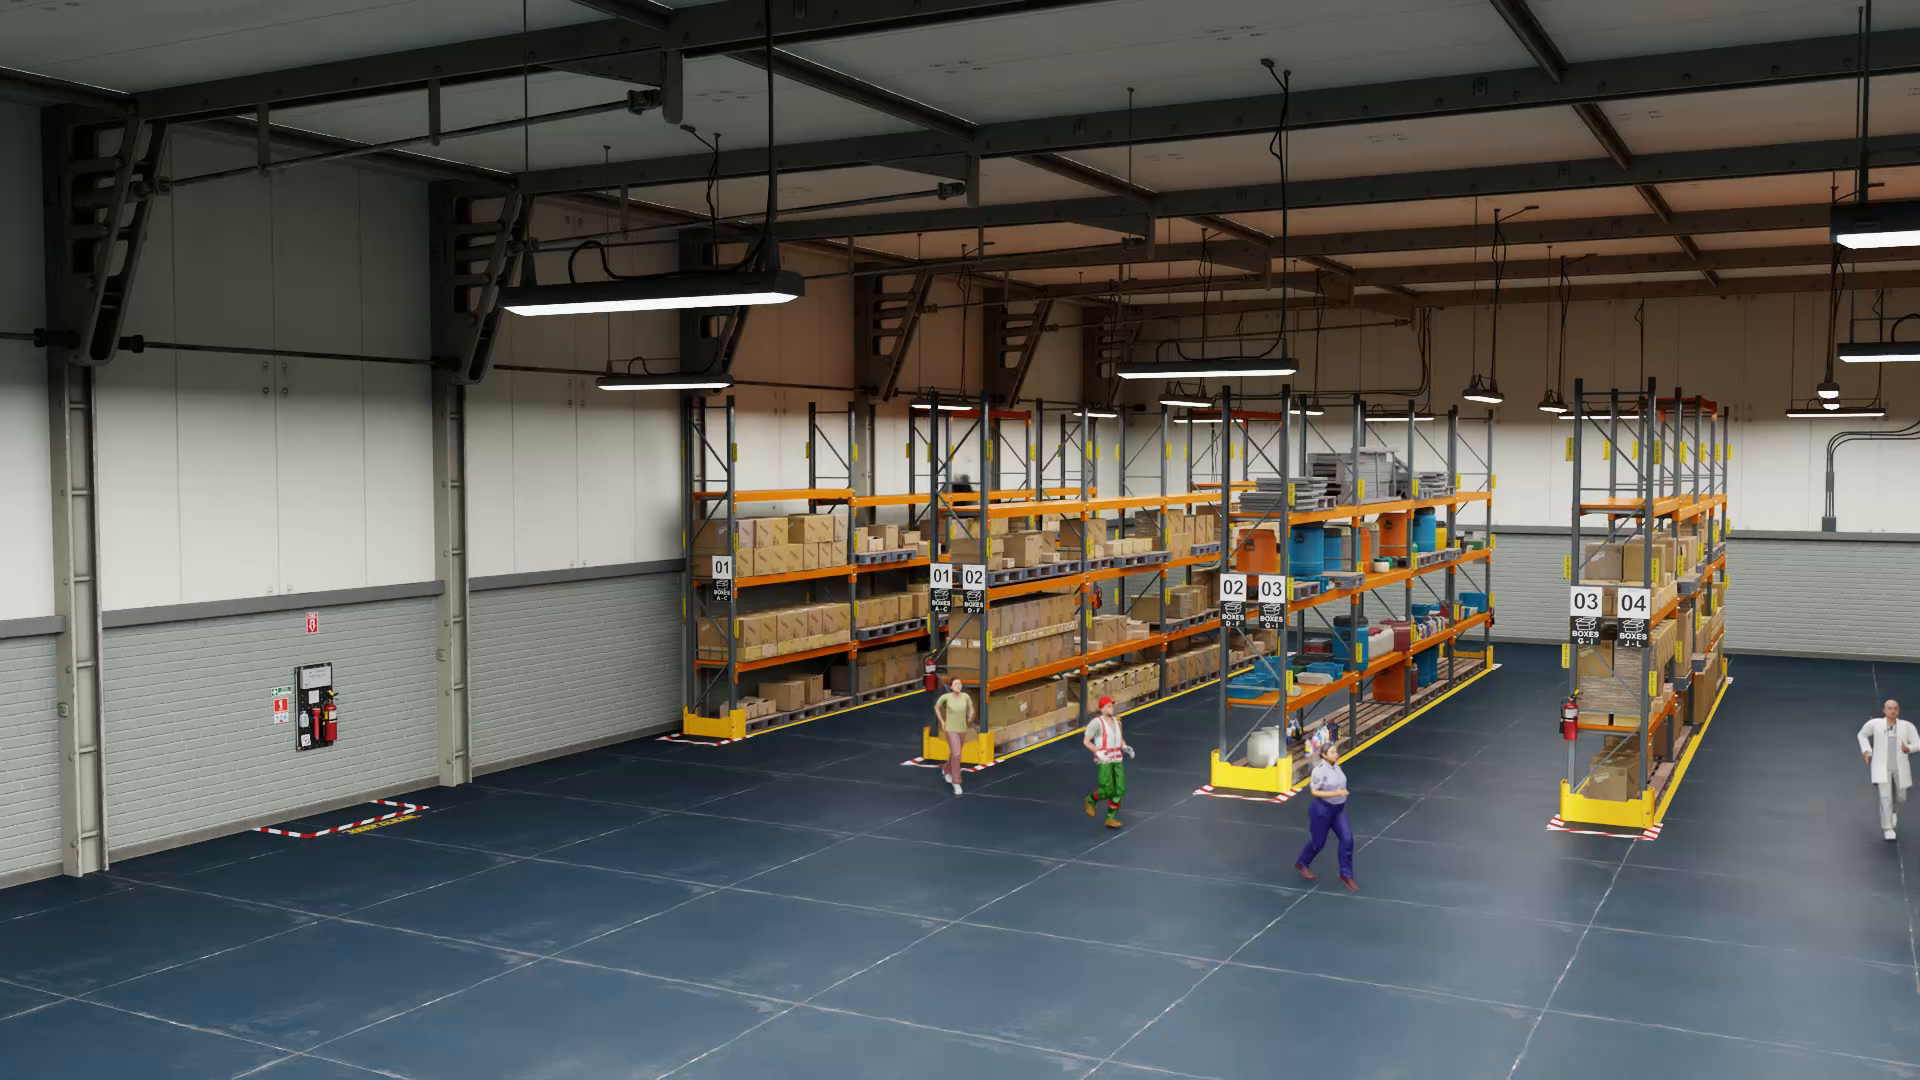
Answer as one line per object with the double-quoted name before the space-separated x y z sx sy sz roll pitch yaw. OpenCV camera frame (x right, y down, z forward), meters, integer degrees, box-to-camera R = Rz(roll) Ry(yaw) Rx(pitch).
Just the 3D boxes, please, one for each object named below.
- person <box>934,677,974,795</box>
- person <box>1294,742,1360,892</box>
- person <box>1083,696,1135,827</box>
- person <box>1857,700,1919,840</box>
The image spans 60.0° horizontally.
"person" -0.069 2.859 24.712 0.572 1.702 0.840 -1 3 -26
"person" 4.219 3.173 19.169 0.593 1.704 0.816 -2 4 -36
"person" 1.971 2.958 22.287 0.654 1.736 0.621 -2 4 -35
"person" 12.131 2.965 21.697 0.715 1.754 1.020 1 3 20
